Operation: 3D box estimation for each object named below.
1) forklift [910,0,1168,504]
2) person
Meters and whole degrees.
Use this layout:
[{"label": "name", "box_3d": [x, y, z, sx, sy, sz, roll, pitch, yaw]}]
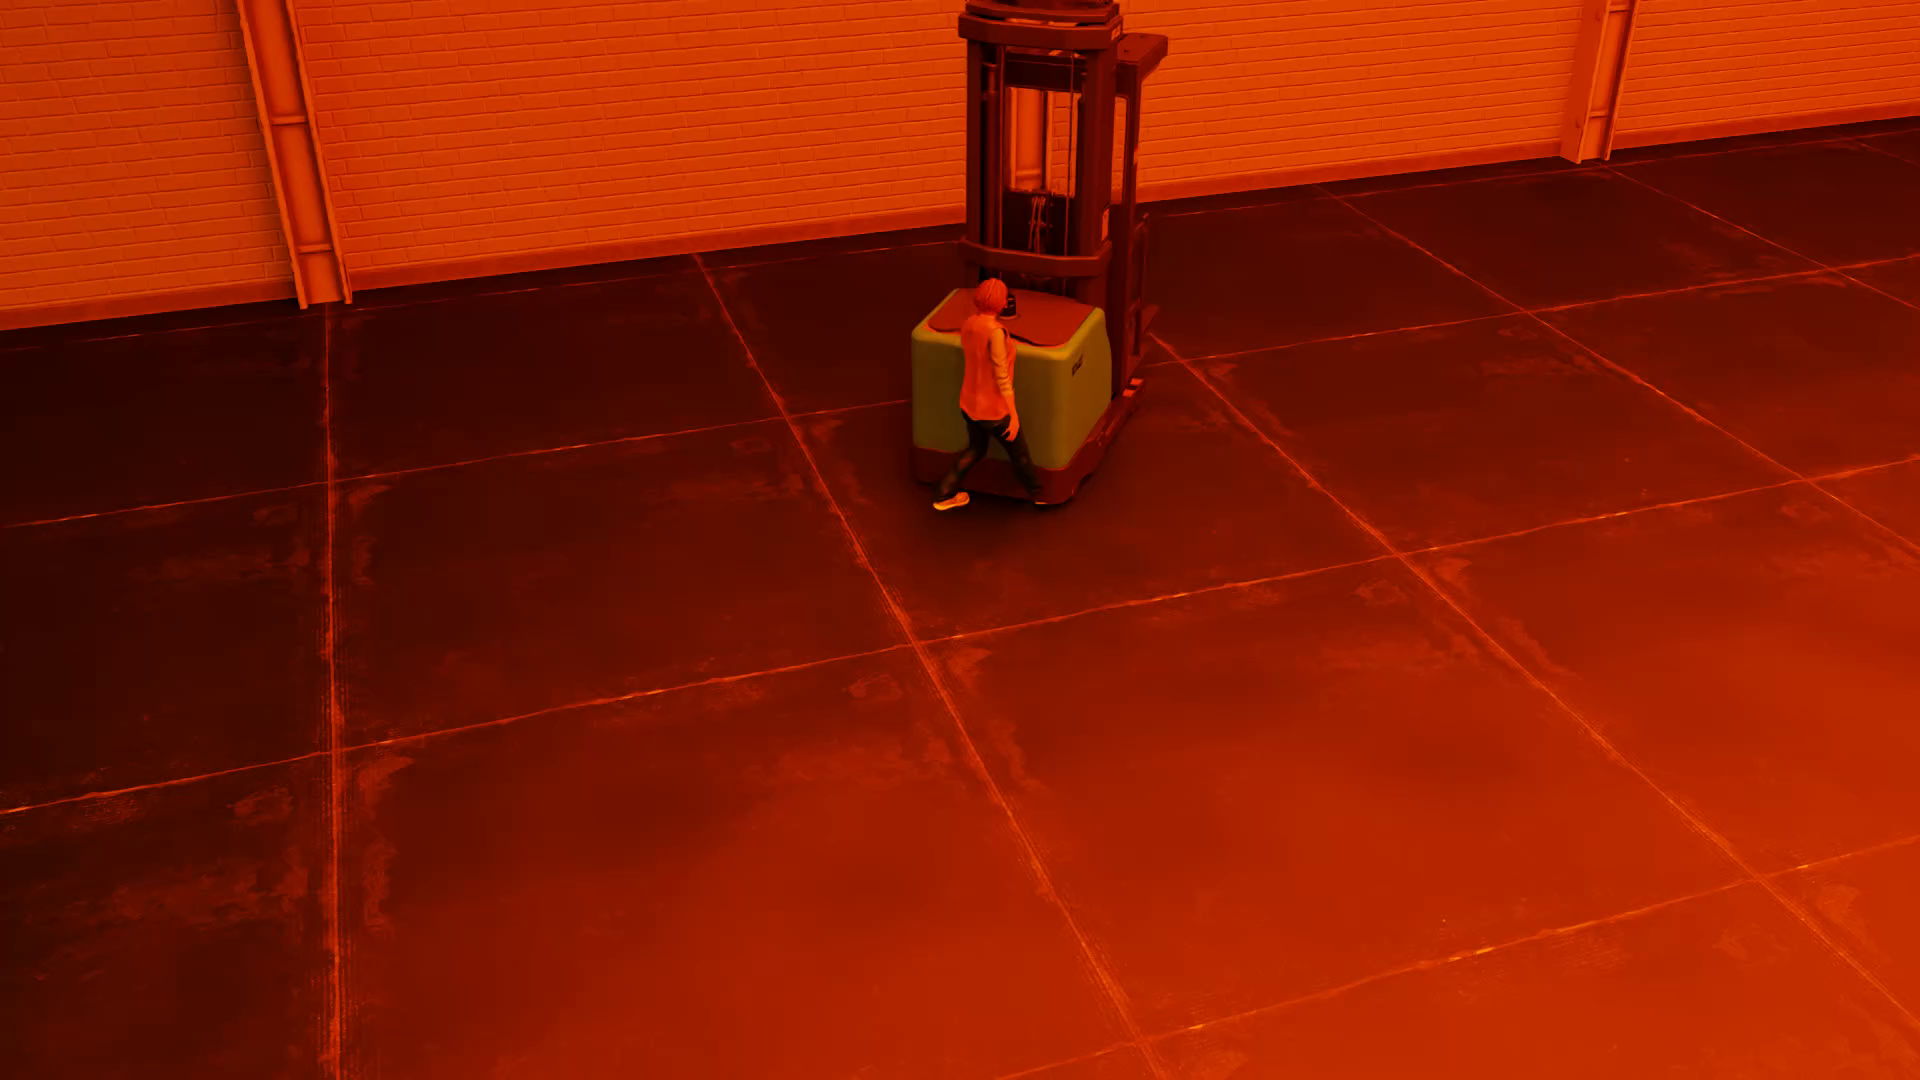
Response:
[{"label": "forklift", "box_3d": [0.674, -2.213, 10.933, 1.130, 2.935, 3.031, 10, 32, 18]}, {"label": "person", "box_3d": [0.299, -0.836, 9.961, 0.828, 1.526, 0.642, -16, 34, -26]}]
